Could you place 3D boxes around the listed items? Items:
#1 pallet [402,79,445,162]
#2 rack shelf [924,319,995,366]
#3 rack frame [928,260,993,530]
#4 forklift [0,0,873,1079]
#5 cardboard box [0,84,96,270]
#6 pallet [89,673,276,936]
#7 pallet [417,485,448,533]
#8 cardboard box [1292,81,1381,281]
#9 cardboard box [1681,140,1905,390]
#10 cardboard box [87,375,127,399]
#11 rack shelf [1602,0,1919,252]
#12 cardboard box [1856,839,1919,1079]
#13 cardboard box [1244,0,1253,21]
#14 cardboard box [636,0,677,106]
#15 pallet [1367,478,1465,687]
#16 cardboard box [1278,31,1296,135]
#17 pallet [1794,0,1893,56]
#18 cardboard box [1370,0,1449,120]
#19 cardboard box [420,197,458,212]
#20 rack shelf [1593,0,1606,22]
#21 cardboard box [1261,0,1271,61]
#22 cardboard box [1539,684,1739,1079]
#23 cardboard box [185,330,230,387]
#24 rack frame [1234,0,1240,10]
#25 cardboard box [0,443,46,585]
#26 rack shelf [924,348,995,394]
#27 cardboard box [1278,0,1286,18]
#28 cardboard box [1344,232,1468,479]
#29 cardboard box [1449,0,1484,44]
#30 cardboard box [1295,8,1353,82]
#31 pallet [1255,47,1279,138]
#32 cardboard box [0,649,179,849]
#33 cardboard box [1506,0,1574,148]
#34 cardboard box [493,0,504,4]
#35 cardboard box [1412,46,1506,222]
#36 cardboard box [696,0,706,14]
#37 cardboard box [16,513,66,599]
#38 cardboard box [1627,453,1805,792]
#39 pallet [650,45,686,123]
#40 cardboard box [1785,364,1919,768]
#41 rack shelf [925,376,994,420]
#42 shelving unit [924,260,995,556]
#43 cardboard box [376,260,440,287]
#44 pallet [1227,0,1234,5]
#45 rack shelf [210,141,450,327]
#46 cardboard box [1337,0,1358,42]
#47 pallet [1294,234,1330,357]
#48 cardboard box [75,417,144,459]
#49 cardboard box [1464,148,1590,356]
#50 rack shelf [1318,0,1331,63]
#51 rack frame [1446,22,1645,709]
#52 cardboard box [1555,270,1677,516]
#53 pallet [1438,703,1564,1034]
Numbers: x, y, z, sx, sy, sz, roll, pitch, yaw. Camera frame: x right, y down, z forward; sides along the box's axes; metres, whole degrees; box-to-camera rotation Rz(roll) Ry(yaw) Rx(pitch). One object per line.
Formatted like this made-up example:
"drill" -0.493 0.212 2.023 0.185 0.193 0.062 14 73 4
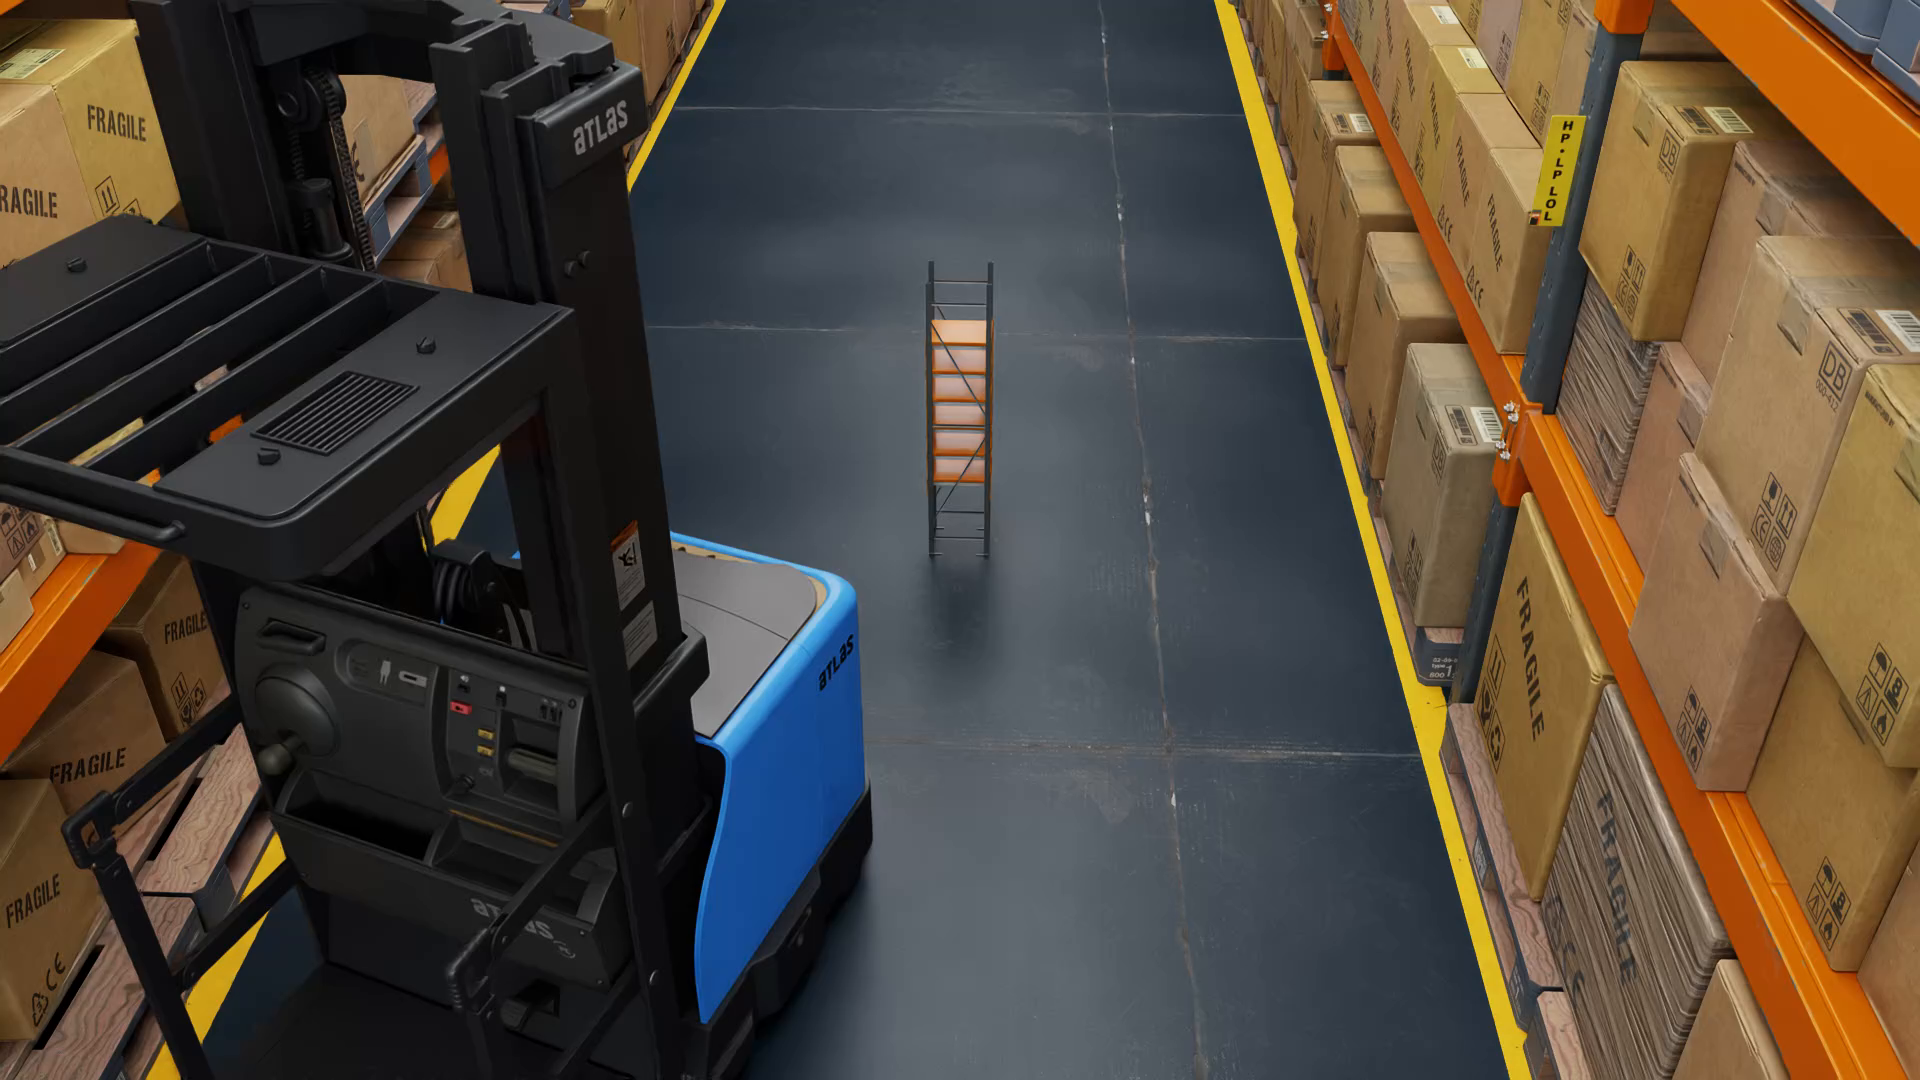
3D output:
"pallet" -2.605 -1.841 6.928 1.003 0.211 1.213 1 35 2
"rack shelf" -0.001 -0.741 6.212 0.258 0.103 0.180 1 35 2
"rack frame" 0.003 -0.535 6.468 0.240 1.200 0.006 1 35 2
"forklift" -1.317 0.460 3.546 1.130 2.935 3.031 14 37 19
"cardboard box" -2.489 -0.779 4.035 0.500 0.500 0.500 1 35 2
"pallet" -2.718 0.768 5.474 1.003 0.211 1.213 1 35 2
"pallet" -2.697 -0.066 6.661 1.003 0.211 1.213 1 35 2
"cardboard box" 2.272 -1.789 8.278 1.050 0.750 0.750 1 35 1
"cardboard box" 2.270 -0.560 3.869 0.875 0.550 0.550 1 35 2
"cardboard box" -2.807 -0.665 4.742 0.875 0.500 0.500 1 35 2
"rack shelf" 2.145 -0.371 2.686 1.077 0.370 4.000 1 35 2
"cardboard box" 2.182 0.800 2.872 0.875 0.550 0.550 1 35 2
"cardboard box" 2.252 -3.914 11.519 0.500 0.500 0.500 3 35 4
"cardboard box" -2.474 -3.268 10.274 1.225 0.875 0.875 1 35 2
"pallet" 2.181 0.109 6.412 1.003 0.211 1.213 1 35 2
"cardboard box" 2.176 -2.717 9.815 0.500 0.500 0.500 3 35 4
"pallet" 2.182 -1.308 3.471 1.003 0.211 1.213 1 35 2
"cardboard box" 2.060 -2.092 7.032 0.500 0.500 0.500 1 35 2
"cardboard box" -2.582 -1.511 8.082 0.700 0.500 0.500 -1 35 -2
"rack shelf" 2.306 -2.669 5.956 1.077 0.370 4.000 1 35 2
"cardboard box" 2.225 -3.309 10.658 0.500 0.500 0.500 2 35 3
"cardboard box" 2.098 0.988 4.218 0.875 0.875 0.875 2 35 2
"cardboard box" -2.442 -0.527 5.109 0.380 0.149 0.250 1 35 2
"rack frame" 2.547 -5.183 11.517 1.000 3.000 0.127 1 35 2
"cardboard box" -2.781 -0.089 3.922 0.875 0.500 0.500 1 35 2
"rack shelf" -0.001 -0.643 6.281 0.258 0.103 0.180 1 35 2
"cardboard box" 2.197 -3.322 10.025 0.500 0.250 0.500 2 35 3
"cardboard box" 2.203 -0.751 6.802 1.050 0.750 0.750 1 35 2
"cardboard box" 2.300 -2.198 6.313 0.700 0.500 0.500 1 35 1
"cardboard box" 2.151 -2.740 9.197 0.500 0.250 0.500 1 35 1
"pallet" 2.470 -2.892 10.682 1.003 0.211 1.213 1 35 2
"cardboard box" -2.798 0.649 5.026 0.500 0.500 0.500 12 37 17
"cardboard box" 2.258 -1.618 5.487 0.700 0.500 0.500 1 35 1
"cardboard box" -2.470 -2.636 7.440 0.700 0.500 0.500 6 36 9
"cardboard box" 2.020 -1.515 6.209 0.500 0.500 0.500 2 35 2
"cardboard box" -2.411 -4.290 11.729 1.225 0.875 0.875 1 35 2
"cardboard box" -2.572 0.046 4.295 0.380 0.149 0.250 1 35 2
"cardboard box" 2.084 0.188 3.744 0.875 0.550 0.550 1 35 2
"pallet" -2.407 -3.067 10.931 1.003 0.211 1.213 1 35 2
"cardboard box" 2.098 0.051 2.999 0.875 0.550 0.500 1 35 2
"rack shelf" -0.001 -0.544 6.350 0.258 0.103 0.180 1 35 2
"shelving unit" -0.001 -0.483 6.393 0.258 1.200 0.189 1 35 2
"cardboard box" -2.621 -0.864 7.162 0.700 0.500 0.500 -2 35 -2
"pallet" 2.538 -4.429 12.869 1.003 0.211 1.213 1 35 2
"rack shelf" -2.646 -1.614 7.064 1.077 0.370 4.000 1 35 2
"cardboard box" 2.098 -2.674 7.860 0.500 0.500 0.500 2 35 2
"pallet" 2.279 -1.293 8.406 1.003 0.211 1.213 1 35 2
"cardboard box" -2.531 -0.241 4.703 0.380 0.149 0.250 1 35 2
"cardboard box" 1.979 -0.934 5.383 0.500 0.500 0.500 1 35 2
"rack shelf" 2.466 -3.740 10.088 1.077 0.370 4.000 1 35 2
"rack frame" 2.225 -0.587 4.977 1.000 3.000 0.127 1 35 2
"cardboard box" 2.222 -0.436 4.631 0.875 0.550 0.550 1 35 2
"pallet" 2.116 0.989 5.159 1.003 0.211 1.213 1 35 2
